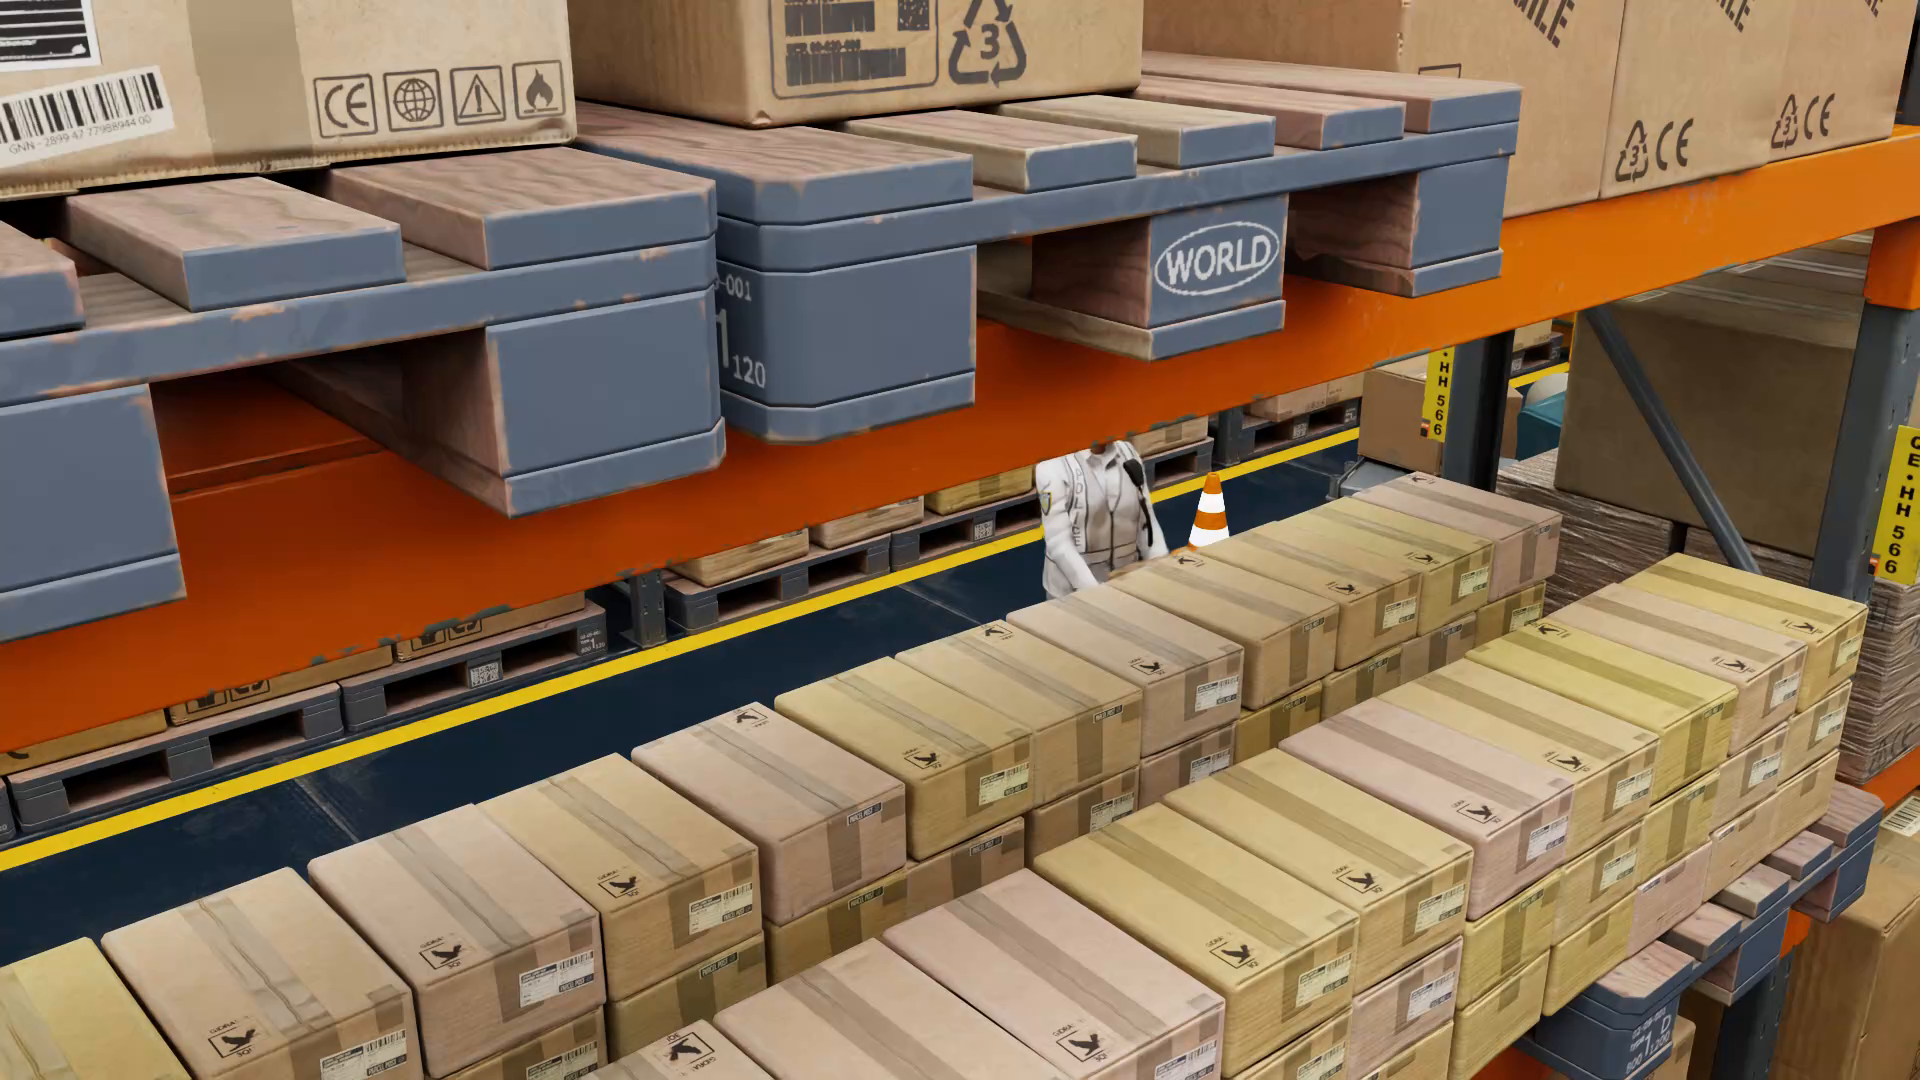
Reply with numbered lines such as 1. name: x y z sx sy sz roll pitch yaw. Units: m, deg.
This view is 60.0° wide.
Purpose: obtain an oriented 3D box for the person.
1. person: 0.520 0.215 5.971 0.471 1.700 0.543 -12 24 -29
